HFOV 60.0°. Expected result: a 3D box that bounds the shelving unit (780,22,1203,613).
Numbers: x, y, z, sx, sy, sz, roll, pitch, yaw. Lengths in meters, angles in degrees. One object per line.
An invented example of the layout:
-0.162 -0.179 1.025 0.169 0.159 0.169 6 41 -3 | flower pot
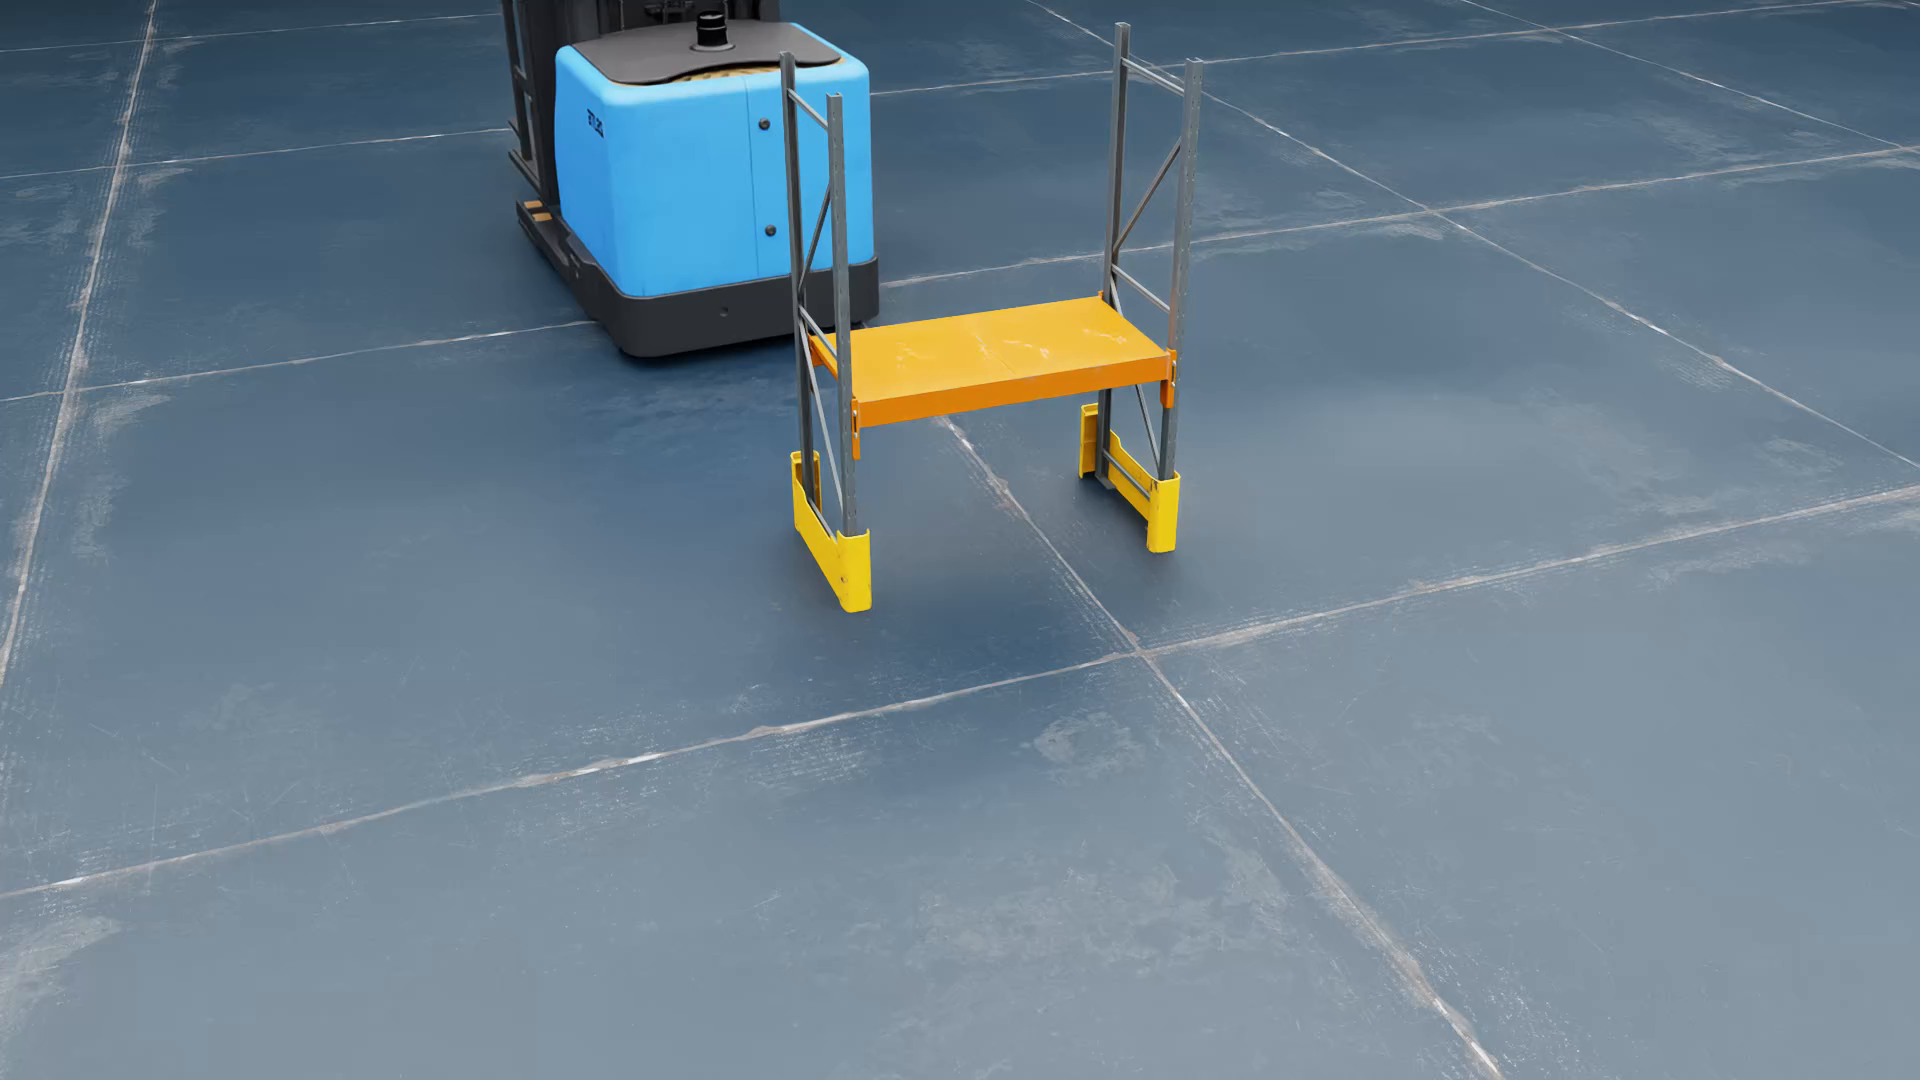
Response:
0.071 -0.665 4.902 1.083 1.500 0.587 -10 31 -18 | shelving unit

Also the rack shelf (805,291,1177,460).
0.080 -0.510 4.994 1.000 0.185 0.538 -10 31 -18 | rack shelf

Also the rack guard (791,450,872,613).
-0.395 -0.036 5.060 0.087 0.250 0.587 -10 31 -18 | rack guard

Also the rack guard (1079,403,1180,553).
0.538 -0.208 5.362 0.087 0.250 0.587 -10 31 -18 | rack guard

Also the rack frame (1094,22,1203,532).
0.556 -0.754 5.059 0.032 1.500 0.500 -10 31 -18 | rack frame

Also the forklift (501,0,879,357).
-1.406 -2.677 6.987 1.130 2.935 3.031 -13 32 -22 | forklift

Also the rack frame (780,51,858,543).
-0.396 -0.579 4.751 0.032 1.500 0.500 -10 31 -18 | rack frame
